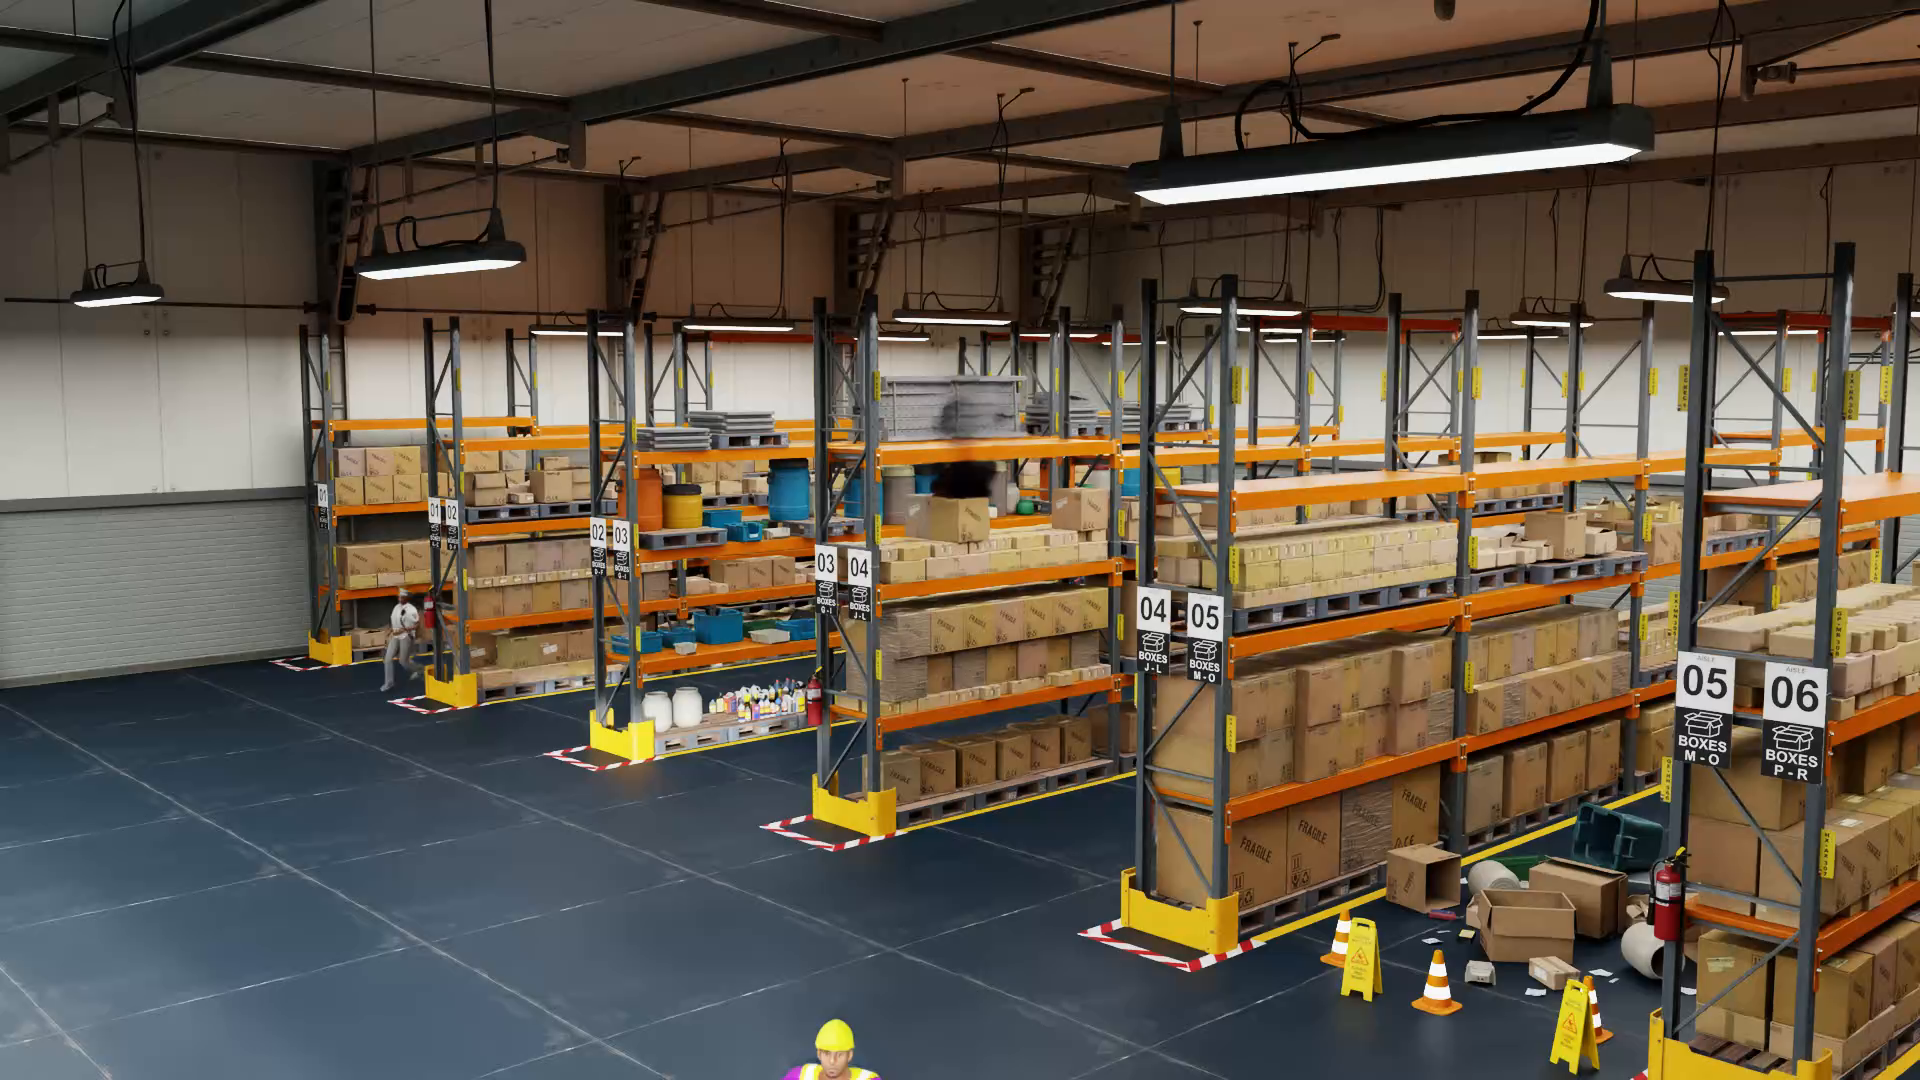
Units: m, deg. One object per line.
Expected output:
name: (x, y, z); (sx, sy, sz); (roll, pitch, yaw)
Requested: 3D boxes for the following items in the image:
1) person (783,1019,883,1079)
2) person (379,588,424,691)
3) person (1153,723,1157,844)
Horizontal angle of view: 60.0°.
person: (-0.661, 3.401, 8.805); (0.692, 1.773, 0.968); (0, 6, 3)
person: (-9.073, 1.608, 27.212); (0.617, 1.686, 0.829); (3, 6, 25)
person: (2.265, 2.509, 18.072); (0.537, 1.659, 0.670); (3, 6, 27)
